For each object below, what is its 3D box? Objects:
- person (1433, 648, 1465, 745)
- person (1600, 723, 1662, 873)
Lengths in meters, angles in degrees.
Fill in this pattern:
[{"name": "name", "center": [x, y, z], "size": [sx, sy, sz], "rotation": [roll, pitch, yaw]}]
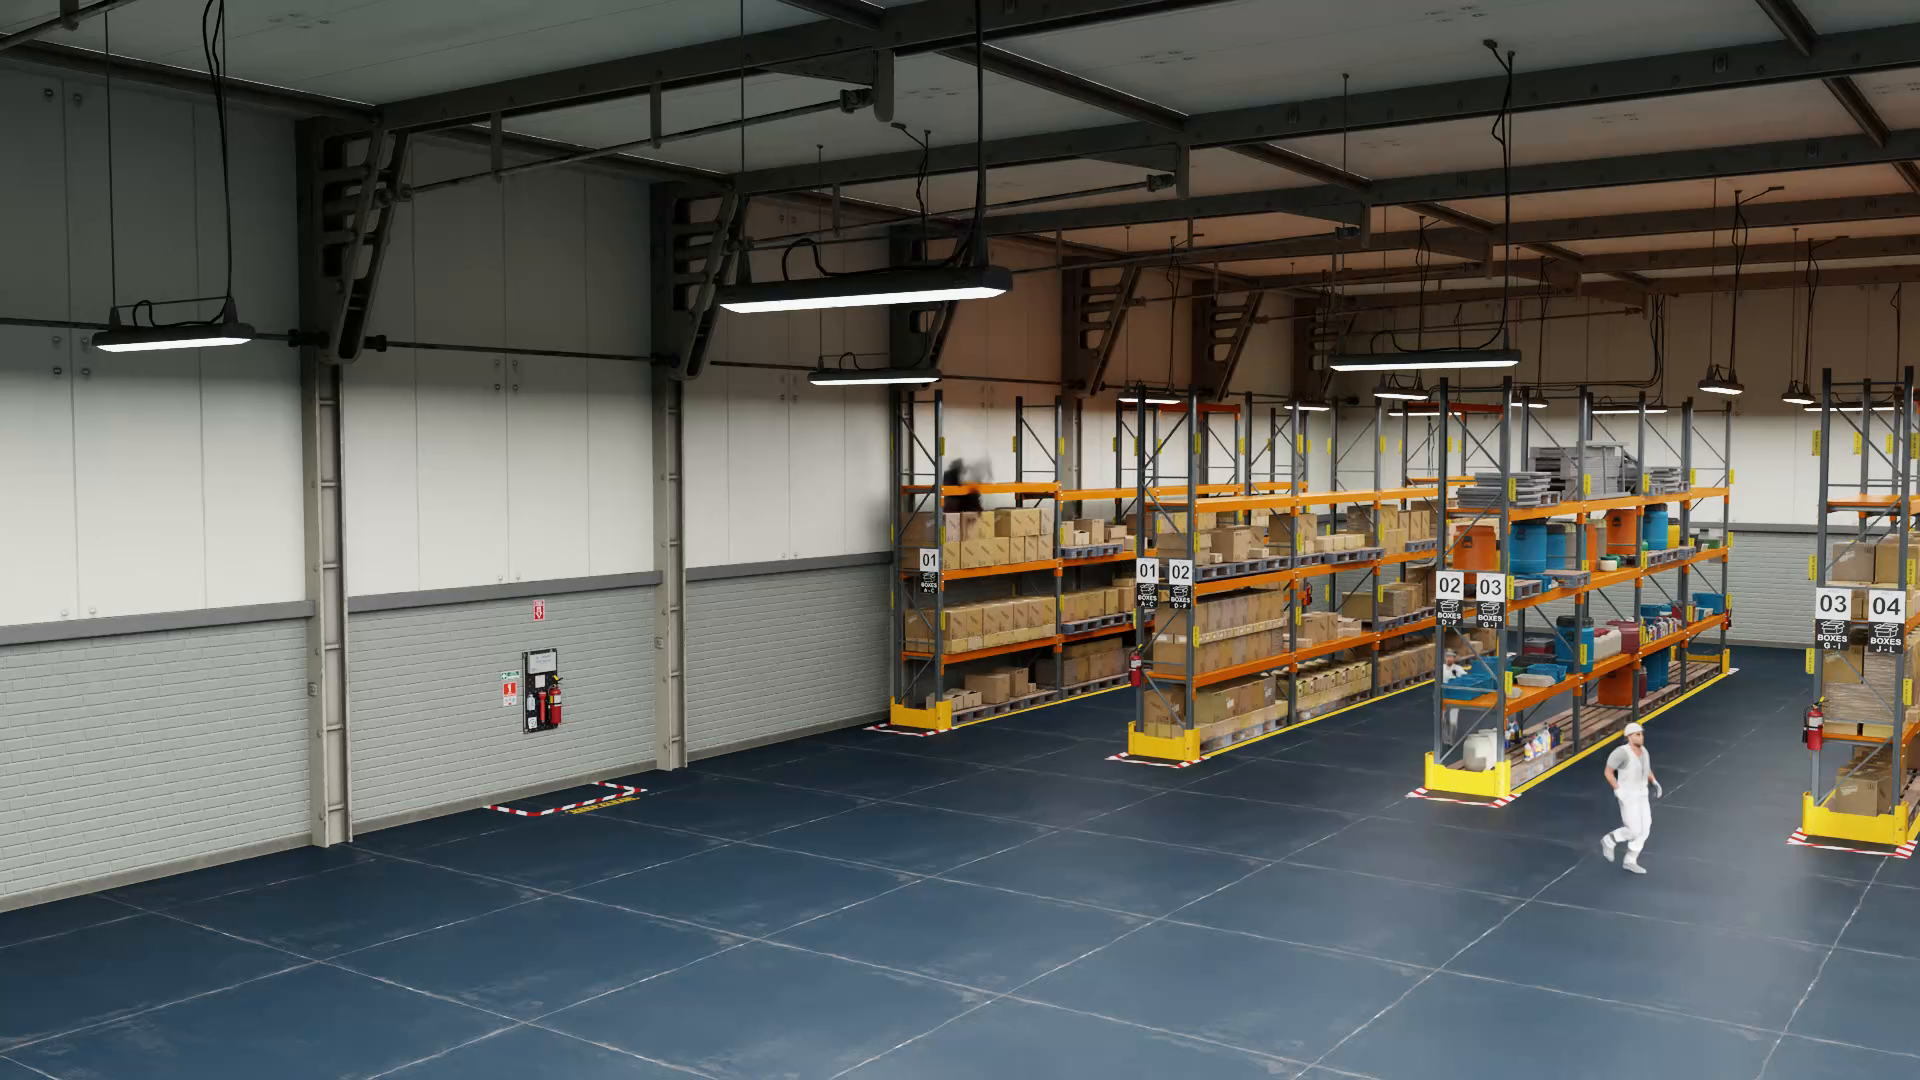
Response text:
[{"name": "person", "center": [8.108, 2.606, 27.615], "size": [0.583, 1.647, 0.700], "rotation": [2, 4, 29]}, {"name": "person", "center": [7.919, 3.024, 19.654], "size": [0.678, 1.756, 0.593], "rotation": [-2, 4, -27]}]
